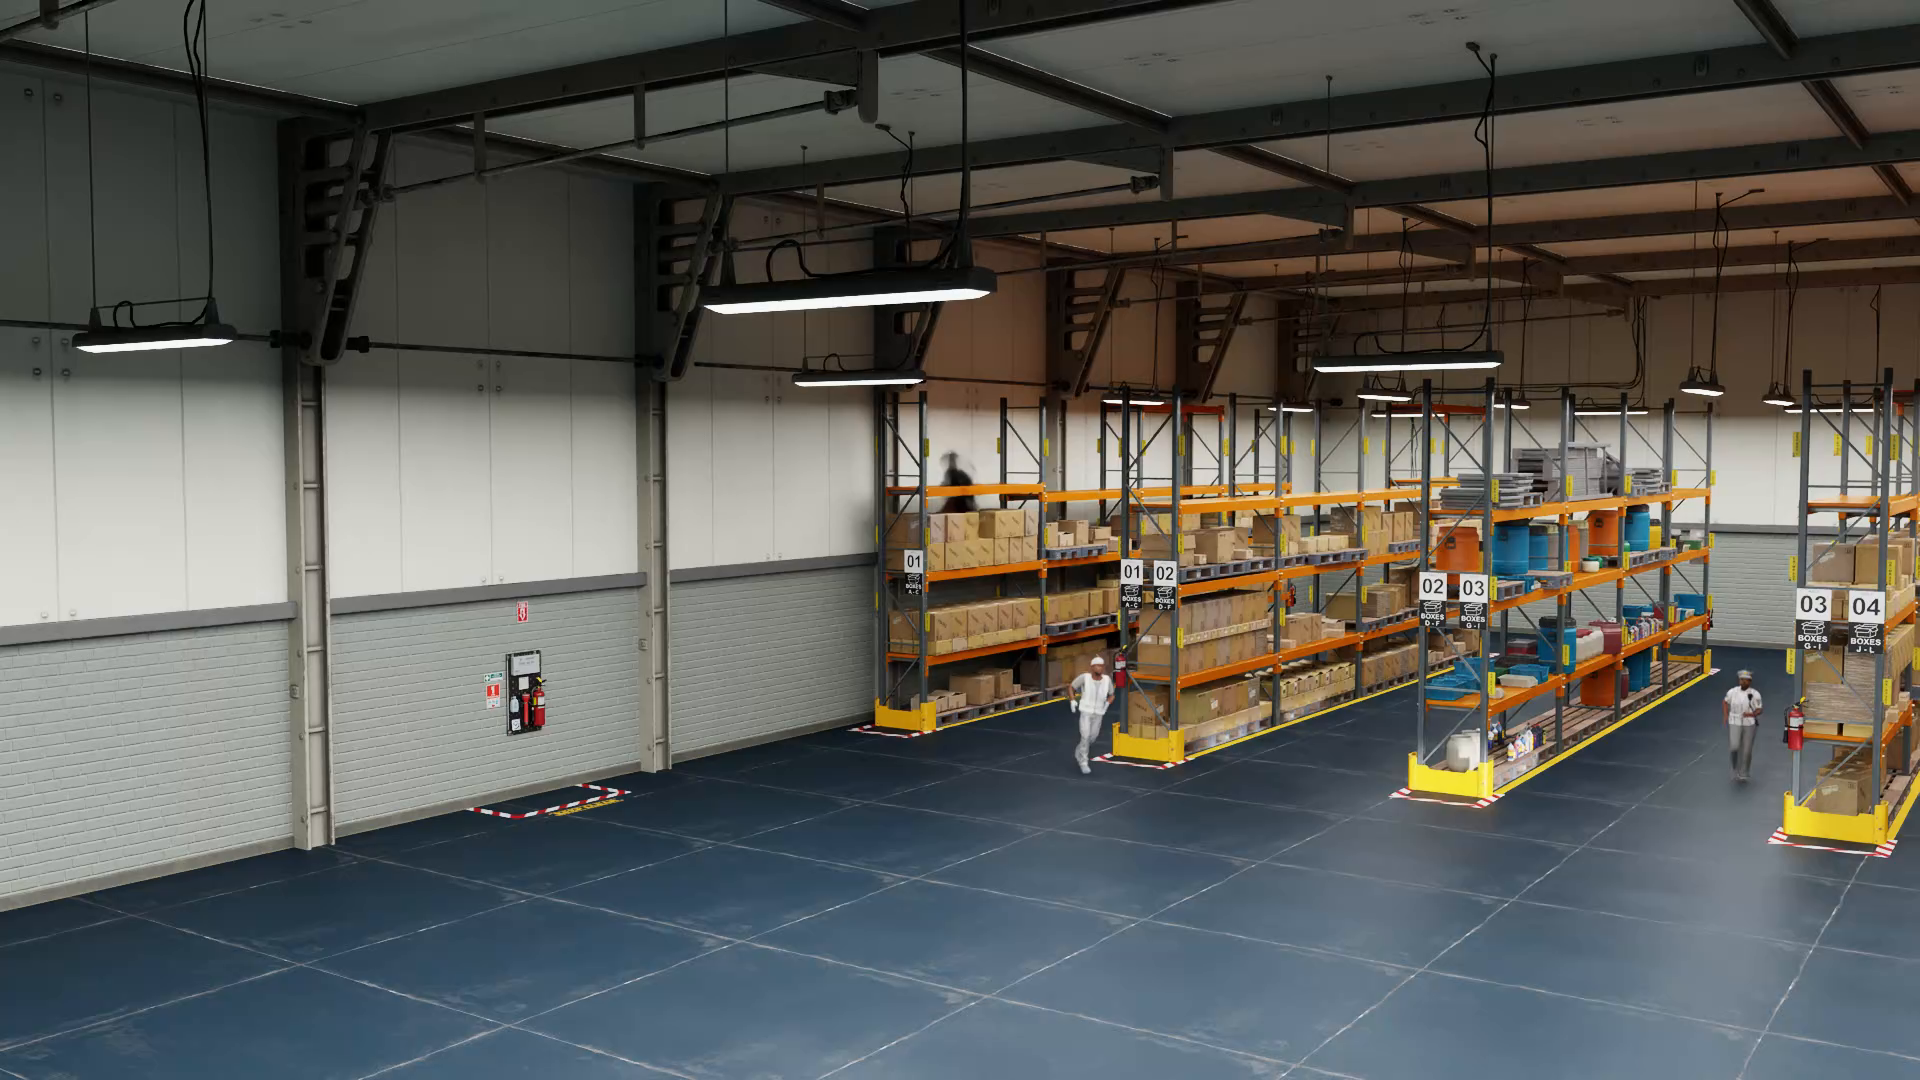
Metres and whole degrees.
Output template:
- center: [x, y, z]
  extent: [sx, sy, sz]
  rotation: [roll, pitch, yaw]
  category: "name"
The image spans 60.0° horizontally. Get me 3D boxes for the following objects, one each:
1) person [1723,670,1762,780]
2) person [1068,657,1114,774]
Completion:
- center: [11.687, 2.774, 24.861]
  extent: [0.550, 1.669, 0.646]
  rotation: [2, 4, 27]
  category: "person"
- center: [2.059, 2.700, 25.918]
  extent: [0.729, 1.748, 0.881]
  rotation: [-1, 3, -14]
  category: "person"
